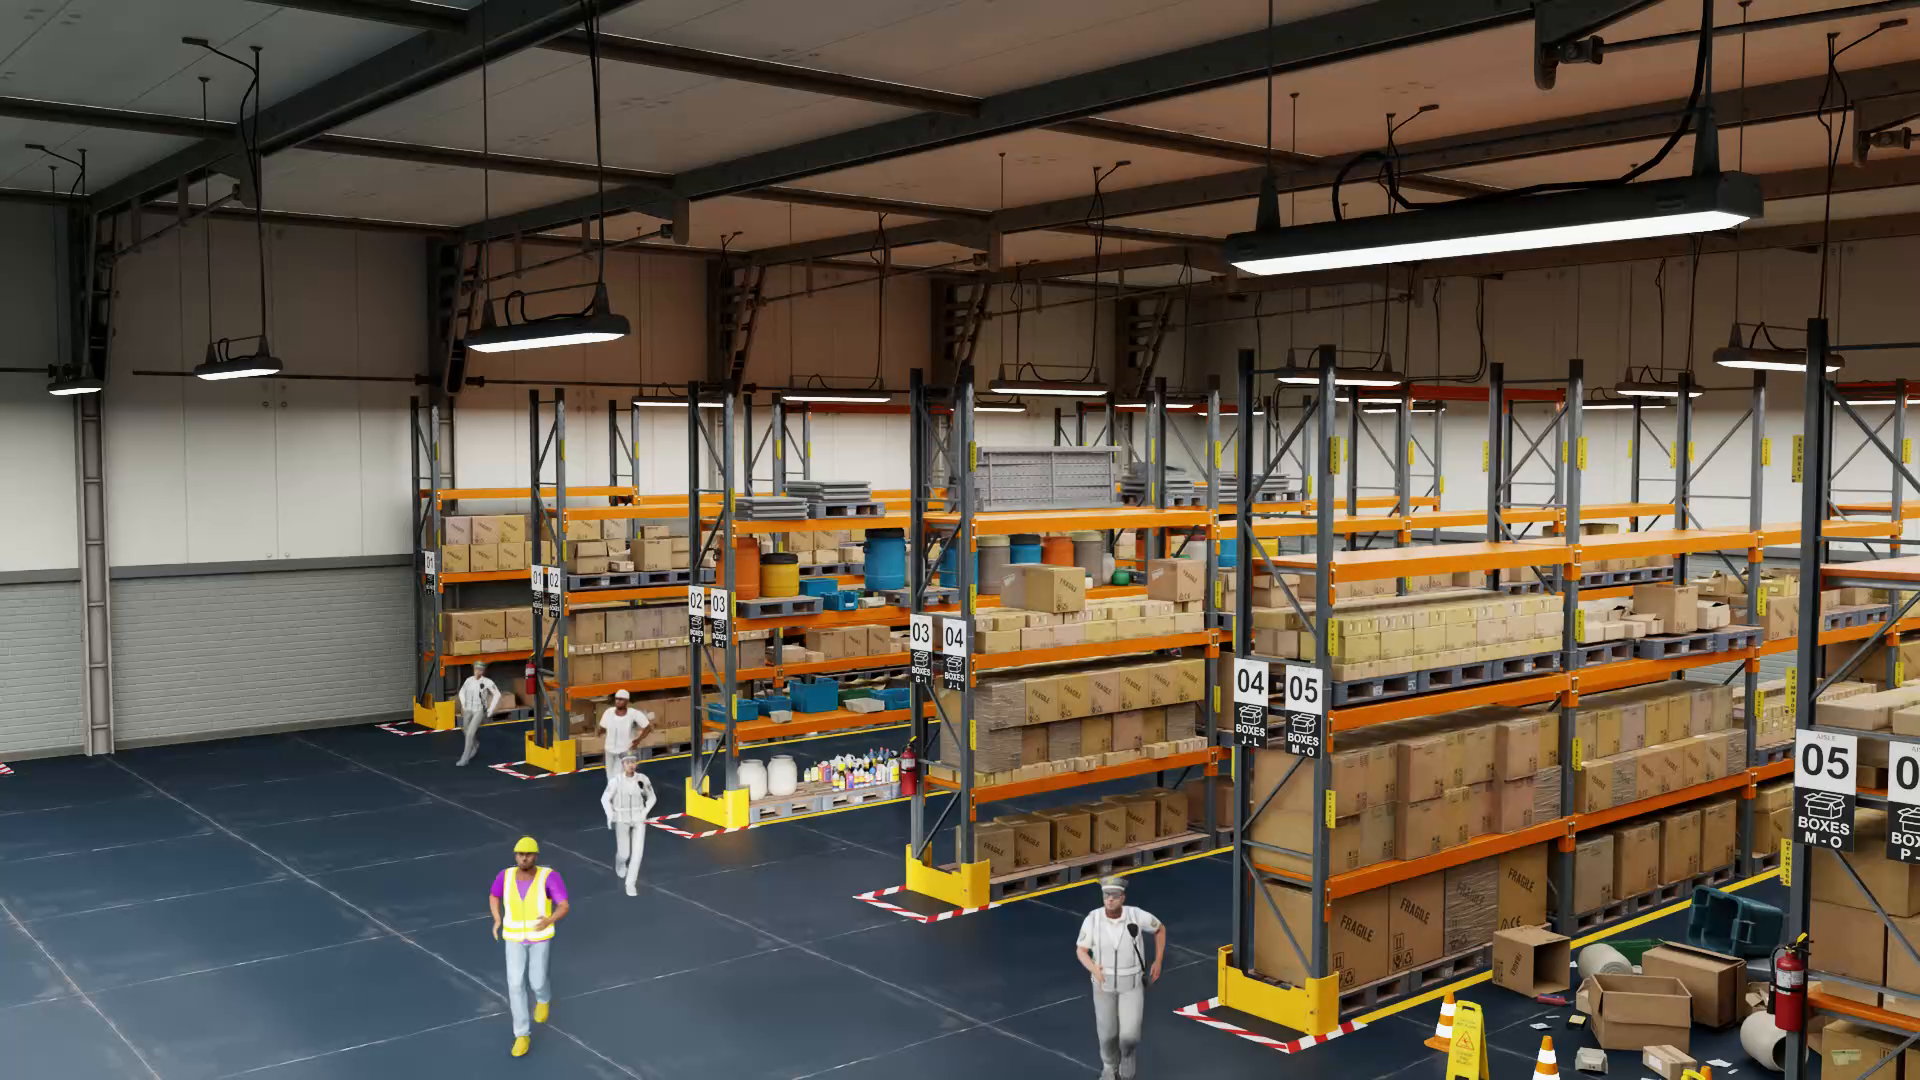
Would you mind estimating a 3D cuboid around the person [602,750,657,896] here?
[{"bbox_3d":[-3.787,3.222,19.079,0.616,1.660,0.554,-1,4,-18],"label":"person"}]

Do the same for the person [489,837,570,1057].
[{"bbox_3d":[-3.716,3.428,14.317,0.704,1.766,0.896,0,3,-6],"label":"person"}]

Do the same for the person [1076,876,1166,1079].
[{"bbox_3d":[1.262,3.509,13.163,0.687,1.740,0.772,1,3,12],"label":"person"}]

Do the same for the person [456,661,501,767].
[{"bbox_3d":[-7.732,2.752,26.683,0.675,1.657,0.843,1,3,11],"label":"person"}]

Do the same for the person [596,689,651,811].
[{"bbox_3d":[-4.715,2.942,23.062,0.703,1.753,0.658,1,4,18],"label":"person"}]
